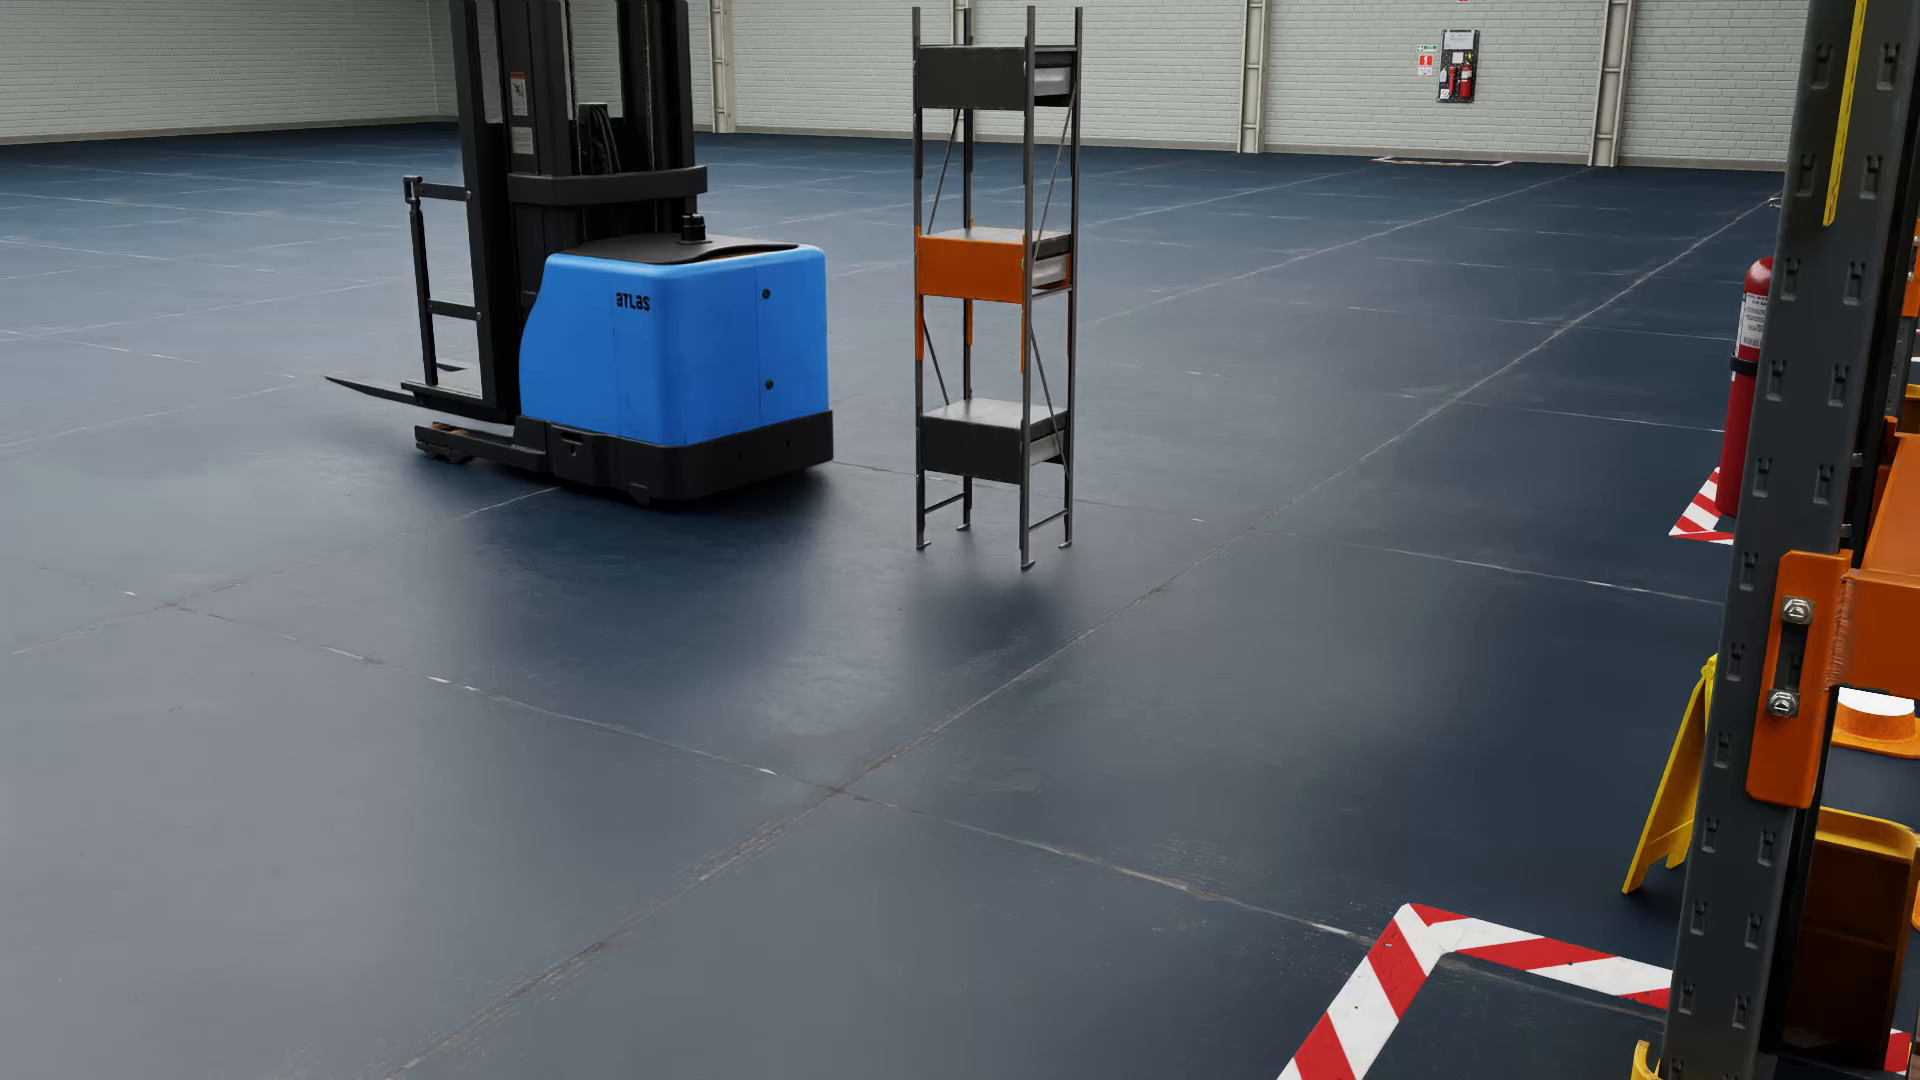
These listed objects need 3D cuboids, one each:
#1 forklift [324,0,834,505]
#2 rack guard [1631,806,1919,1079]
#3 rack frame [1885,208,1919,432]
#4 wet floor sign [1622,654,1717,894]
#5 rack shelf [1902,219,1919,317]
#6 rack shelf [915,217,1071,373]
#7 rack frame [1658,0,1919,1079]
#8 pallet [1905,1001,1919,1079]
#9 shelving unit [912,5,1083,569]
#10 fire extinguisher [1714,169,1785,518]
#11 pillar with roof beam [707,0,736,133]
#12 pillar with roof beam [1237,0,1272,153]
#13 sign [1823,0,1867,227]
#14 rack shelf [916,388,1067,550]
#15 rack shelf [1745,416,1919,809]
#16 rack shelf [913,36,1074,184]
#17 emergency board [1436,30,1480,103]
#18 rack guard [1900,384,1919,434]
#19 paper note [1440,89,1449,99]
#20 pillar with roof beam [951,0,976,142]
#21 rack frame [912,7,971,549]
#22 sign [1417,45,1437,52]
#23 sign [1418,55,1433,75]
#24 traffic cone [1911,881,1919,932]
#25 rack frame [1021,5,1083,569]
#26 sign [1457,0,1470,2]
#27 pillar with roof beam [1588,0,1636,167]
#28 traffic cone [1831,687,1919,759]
[{"bbox_3d":[-2.070,-1.882,8.035,3.031,2.935,1.130,13,21,37],"label":"forklift"},{"bbox_3d":[1.456,0.928,2.966,0.348,0.500,1.175,10,20,30],"label":"rack guard"},{"bbox_3d":[3.896,-1.521,6.728,0.127,3.000,1.000,10,20,30],"label":"rack frame"},{"bbox_3d":[1.789,0.553,3.951,0.267,0.644,0.232,-13,21,-37],"label":"wet floor sign"},{"bbox_3d":[5.600,-0.873,5.831,4.000,0.370,1.077,10,20,30],"label":"rack shelf"},{"bbox_3d":[0.141,-0.966,6.497,0.480,0.518,0.431,10,20,30],"label":"rack shelf"},{"bbox_3d":[1.391,-0.280,2.641,0.127,3.000,1.000,10,20,30],"label":"rack frame"},{"bbox_3d":[2.130,1.198,2.573,1.213,0.211,1.003,10,20,30],"label":"pallet"},{"bbox_3d":[0.141,-0.979,6.493,0.503,2.100,0.431,10,20,30],"label":"shelving unit"},{"bbox_3d":[1.535,-0.374,3.085,0.183,0.674,0.296,10,20,30],"label":"fire extinguisher"},{"bbox_3d":[-7.300,-11.977,30.828,0.400,9.000,9.100,10,20,30],"label":"pillar with roof beam"},{"bbox_3d":[2.925,-10.152,24.819,0.400,9.000,9.100,10,20,30],"label":"pillar with roof beam"},{"bbox_3d":[1.107,-0.559,2.073,0.005,0.325,0.100,10,20,30],"label":"sign"},{"bbox_3d":[0.141,-0.297,6.701,0.480,0.518,0.431,10,20,30],"label":"rack shelf"},{"bbox_3d":[3.095,0.369,1.744,4.000,0.370,1.077,10,20,30],"label":"rack shelf"},{"bbox_3d":[0.141,-1.636,6.294,0.480,0.518,0.431,10,20,30],"label":"rack shelf"},{"bbox_3d":[8.205,-7.820,27.465,0.643,1.169,0.194,10,20,30],"label":"emergency board"},{"bbox_3d":[3.875,-0.329,7.103,0.348,0.500,1.175,10,20,30],"label":"rack guard"},{"bbox_3d":[8.090,-7.443,27.738,0.142,0.148,0.016,10,20,30],"label":"paper note"},{"bbox_3d":[-2.188,-11.064,27.823,0.400,9.000,9.100,10,20,30],"label":"pillar with roof beam"},{"bbox_3d":[-0.067,-1.017,6.615,0.015,2.100,0.400,10,20,30],"label":"rack frame"},{"bbox_3d":[7.787,-8.197,27.734,0.331,0.109,0.001,10,20,30],"label":"sign"},{"bbox_3d":[7.788,-7.947,27.820,0.234,0.329,0.001,10,20,30],"label":"sign"},{"bbox_3d":[2.433,0.680,3.846,0.334,0.463,0.336,10,20,30],"label":"traffic cone"},{"bbox_3d":[0.349,-0.942,6.371,0.015,2.100,0.400,10,20,30],"label":"rack frame"},{"bbox_3d":[8.250,-8.955,27.213,0.199,0.298,0.001,10,20,30],"label":"sign"},{"bbox_3d":[8.038,-9.239,21.814,0.400,9.000,9.100,10,20,30],"label":"pillar with roof beam"},{"bbox_3d":[2.724,0.353,4.921,0.334,0.463,0.336,10,20,30],"label":"traffic cone"}]
